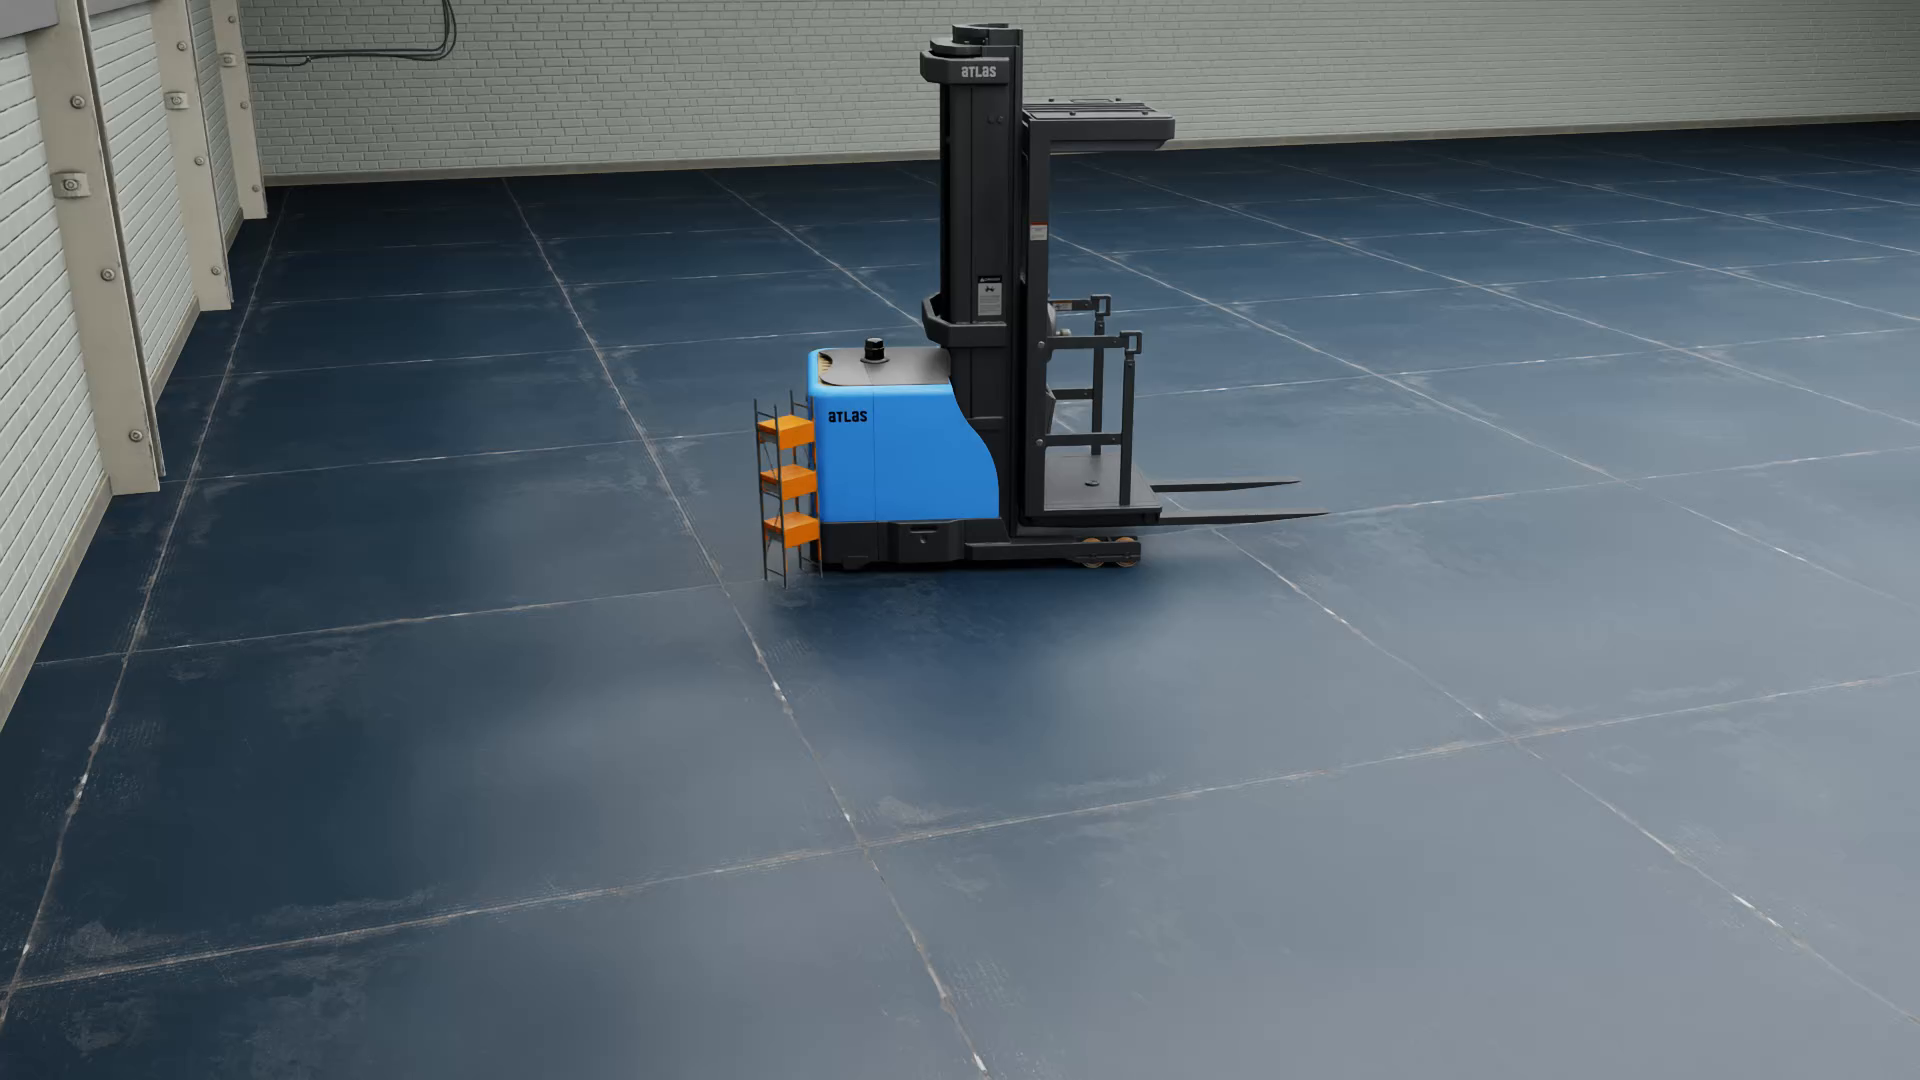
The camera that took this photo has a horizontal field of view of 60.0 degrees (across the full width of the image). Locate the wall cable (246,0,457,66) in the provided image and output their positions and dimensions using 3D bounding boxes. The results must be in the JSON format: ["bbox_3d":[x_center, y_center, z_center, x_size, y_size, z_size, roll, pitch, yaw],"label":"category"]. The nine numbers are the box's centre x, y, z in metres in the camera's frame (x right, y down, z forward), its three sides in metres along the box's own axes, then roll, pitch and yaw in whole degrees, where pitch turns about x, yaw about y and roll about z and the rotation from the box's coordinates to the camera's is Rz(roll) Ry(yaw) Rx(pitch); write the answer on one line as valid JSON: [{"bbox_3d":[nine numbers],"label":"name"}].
[{"bbox_3d":[-8.854,-8.075,23.678,3.097,2.526,0.112,-6,21,-17],"label":"wall cable"}]

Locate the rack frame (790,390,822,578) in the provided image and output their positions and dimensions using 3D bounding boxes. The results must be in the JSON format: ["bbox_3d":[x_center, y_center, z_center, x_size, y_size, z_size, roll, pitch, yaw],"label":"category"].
[{"bbox_3d":[-0.850,-0.305,9.197,0.008,1.050,0.200,-19,27,-39],"label":"rack frame"}]

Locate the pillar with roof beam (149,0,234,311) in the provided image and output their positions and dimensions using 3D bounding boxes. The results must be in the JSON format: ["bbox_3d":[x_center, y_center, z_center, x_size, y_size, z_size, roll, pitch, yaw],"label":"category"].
[{"bbox_3d":[-3.210,-6.982,16.043,9.100,9.000,0.400,-6,21,-17],"label":"pillar with roof beam"}]

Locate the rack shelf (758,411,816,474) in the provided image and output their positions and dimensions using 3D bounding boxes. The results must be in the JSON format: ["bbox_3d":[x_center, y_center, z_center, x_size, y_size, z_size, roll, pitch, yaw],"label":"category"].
[{"bbox_3d":[-0.944,-0.530,9.024,0.240,0.259,0.215,-19,27,-39],"label":"rack shelf"}]

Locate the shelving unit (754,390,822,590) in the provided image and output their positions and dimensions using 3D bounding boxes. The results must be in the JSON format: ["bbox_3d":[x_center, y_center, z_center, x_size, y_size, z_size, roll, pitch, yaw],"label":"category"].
[{"bbox_3d":[-0.940,-0.274,9.120,0.252,1.050,0.215,-19,27,-39],"label":"shelving unit"}]

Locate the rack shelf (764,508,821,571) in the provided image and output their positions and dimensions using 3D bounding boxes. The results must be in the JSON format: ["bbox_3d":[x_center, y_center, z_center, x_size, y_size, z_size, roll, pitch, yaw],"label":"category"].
[{"bbox_3d":[-0.935,-0.004,9.220,0.240,0.259,0.215,-19,27,-39],"label":"rack shelf"}]

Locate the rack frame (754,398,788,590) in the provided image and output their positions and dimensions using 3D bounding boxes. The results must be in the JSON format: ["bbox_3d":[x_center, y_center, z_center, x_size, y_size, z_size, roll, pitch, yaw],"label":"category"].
[{"bbox_3d":[-1.029,-0.244,9.042,0.008,1.050,0.200,-19,27,-39],"label":"rack frame"}]

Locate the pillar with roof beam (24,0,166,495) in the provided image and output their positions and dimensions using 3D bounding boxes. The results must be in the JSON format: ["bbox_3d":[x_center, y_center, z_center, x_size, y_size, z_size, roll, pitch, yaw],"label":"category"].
[{"bbox_3d":[-1.325,-5.057,10.682,9.100,9.000,0.400,-6,21,-17],"label":"pillar with roof beam"}]

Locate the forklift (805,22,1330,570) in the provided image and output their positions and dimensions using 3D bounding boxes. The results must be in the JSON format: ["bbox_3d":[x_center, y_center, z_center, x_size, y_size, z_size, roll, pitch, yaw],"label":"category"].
[{"bbox_3d":[0.624,-1.398,9.472,3.031,2.935,1.130,-2,20,-5],"label":"forklift"}]

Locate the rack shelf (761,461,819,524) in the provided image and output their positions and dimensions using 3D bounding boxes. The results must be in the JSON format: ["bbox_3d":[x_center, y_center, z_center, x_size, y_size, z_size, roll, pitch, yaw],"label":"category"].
[{"bbox_3d":[-0.939,-0.265,9.123,0.240,0.259,0.215,-19,27,-39],"label":"rack shelf"}]

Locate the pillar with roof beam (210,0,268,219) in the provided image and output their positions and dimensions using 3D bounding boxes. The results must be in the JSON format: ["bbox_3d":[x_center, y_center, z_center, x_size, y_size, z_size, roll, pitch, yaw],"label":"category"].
[{"bbox_3d":[-5.096,-8.907,21.403,9.100,9.000,0.400,-6,21,-17],"label":"pillar with roof beam"}]
